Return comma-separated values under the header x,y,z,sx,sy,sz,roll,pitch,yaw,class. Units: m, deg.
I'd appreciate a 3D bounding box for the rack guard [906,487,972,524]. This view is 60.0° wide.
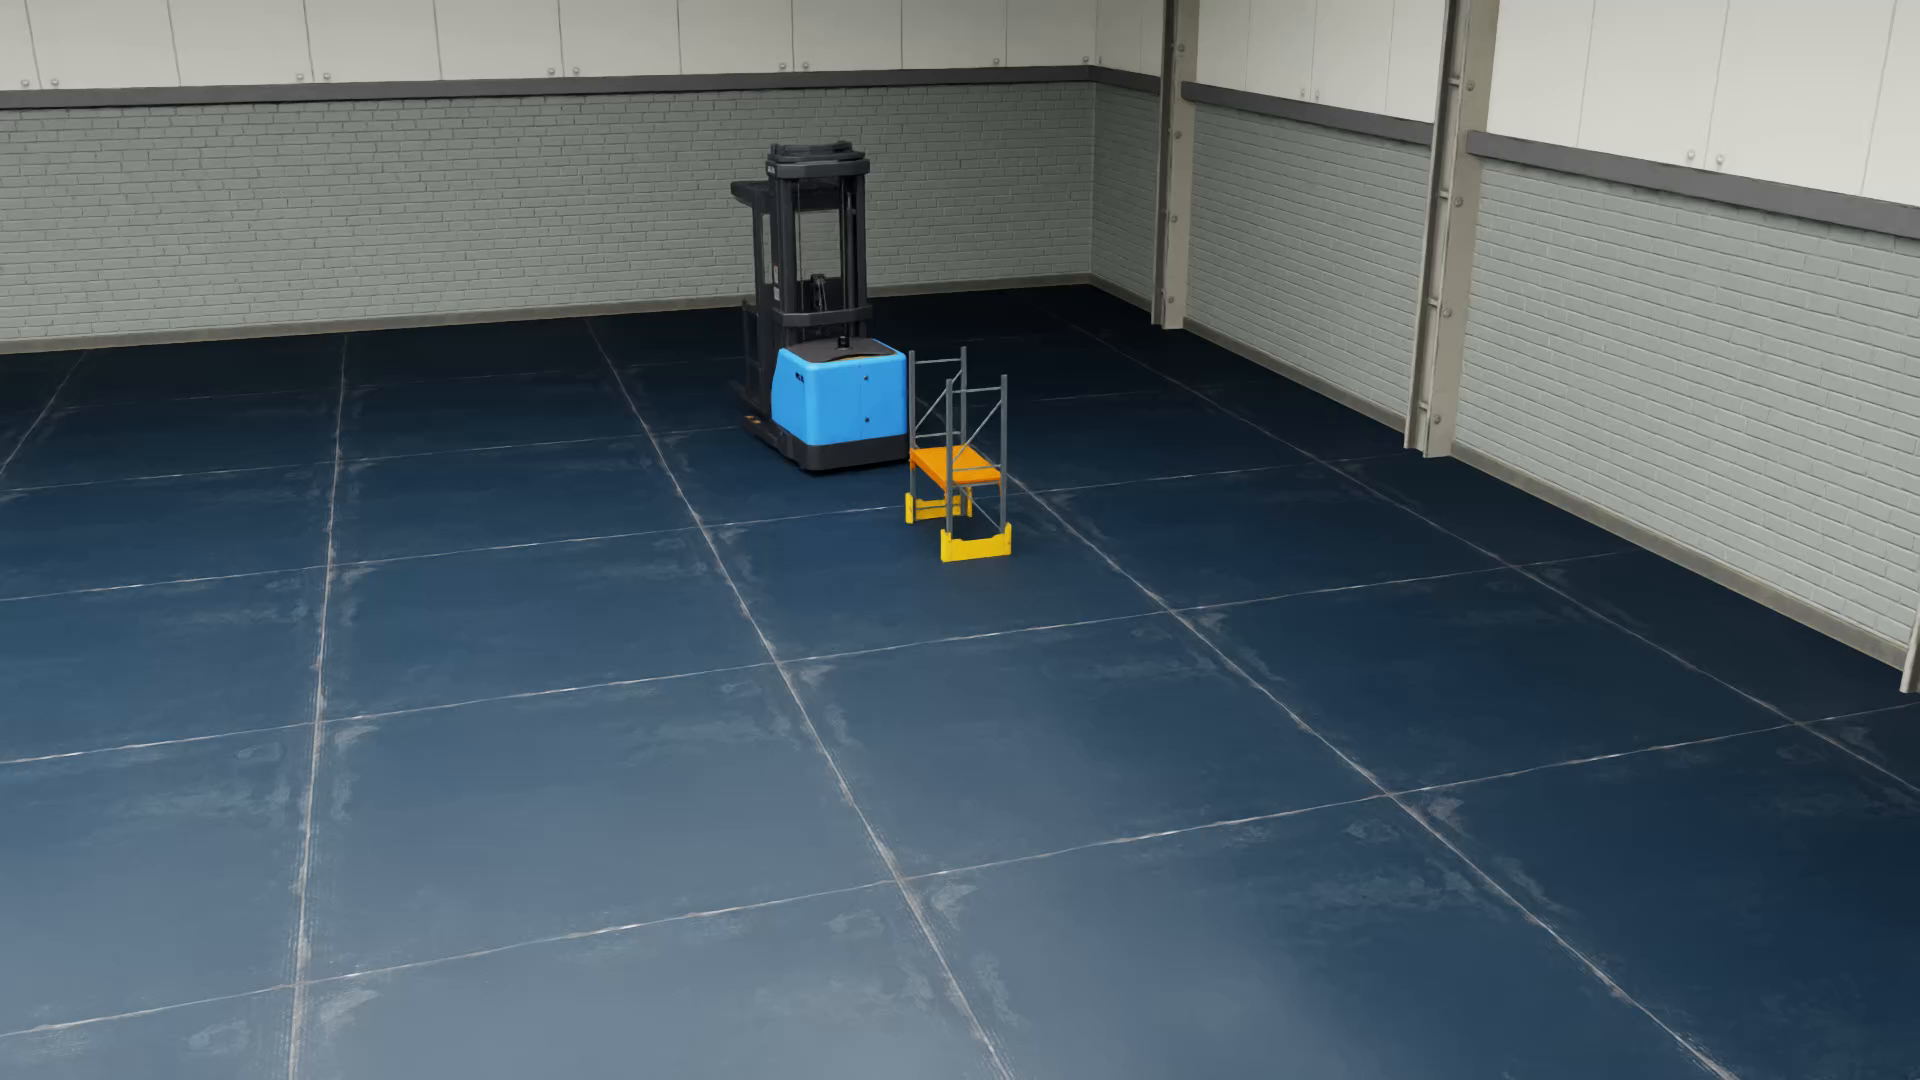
x,y,z,sx,sy,sz,roll,pitch,yaw,class
-0.180,-0.302,14.387,0.587,0.250,0.087,-6,21,-17,rack guard

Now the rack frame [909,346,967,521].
x,y,z,sx,sy,sz,roll,pitch,yaw,class
-0.187,-0.896,14.193,0.500,1.500,0.032,-6,21,-17,rack frame

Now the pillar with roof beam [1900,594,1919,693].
x,y,z,sx,sy,sz,roll,pitch,yaw,class
2.400,-2.727,8.196,9.100,9.000,0.400,-6,21,-17,pillar with roof beam

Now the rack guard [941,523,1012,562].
x,y,z,sx,sy,sz,roll,pitch,yaw,class
0.133,0.018,13.497,0.587,0.250,0.087,-6,21,-17,rack guard

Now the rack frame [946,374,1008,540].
x,y,z,sx,sy,sz,roll,pitch,yaw,class
0.133,-0.570,13.285,0.500,1.500,0.032,-6,21,-17,rack frame

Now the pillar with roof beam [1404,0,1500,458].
x,y,z,sx,sy,sz,roll,pitch,yaw,class
0.514,-4.652,13.557,9.100,9.000,0.400,-6,21,-17,pillar with roof beam

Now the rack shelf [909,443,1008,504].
x,y,z,sx,sy,sz,roll,pitch,yaw,class
-0.027,-0.564,13.800,0.538,0.185,1.000,-6,21,-17,rack shelf

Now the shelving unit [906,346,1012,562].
x,y,z,sx,sy,sz,roll,pitch,yaw,class
-0.024,-0.730,13.731,0.587,1.500,1.083,-6,21,-17,shelving unit

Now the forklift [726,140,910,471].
x,y,z,sx,sy,sz,roll,pitch,yaw,class
-1.579,-2.484,16.498,1.130,2.935,3.031,-9,22,-24,forklift

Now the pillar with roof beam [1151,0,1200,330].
x,y,z,sx,sy,sz,roll,pitch,yaw,class
-1.372,-6.578,18.917,9.100,9.000,0.400,-6,21,-17,pillar with roof beam
